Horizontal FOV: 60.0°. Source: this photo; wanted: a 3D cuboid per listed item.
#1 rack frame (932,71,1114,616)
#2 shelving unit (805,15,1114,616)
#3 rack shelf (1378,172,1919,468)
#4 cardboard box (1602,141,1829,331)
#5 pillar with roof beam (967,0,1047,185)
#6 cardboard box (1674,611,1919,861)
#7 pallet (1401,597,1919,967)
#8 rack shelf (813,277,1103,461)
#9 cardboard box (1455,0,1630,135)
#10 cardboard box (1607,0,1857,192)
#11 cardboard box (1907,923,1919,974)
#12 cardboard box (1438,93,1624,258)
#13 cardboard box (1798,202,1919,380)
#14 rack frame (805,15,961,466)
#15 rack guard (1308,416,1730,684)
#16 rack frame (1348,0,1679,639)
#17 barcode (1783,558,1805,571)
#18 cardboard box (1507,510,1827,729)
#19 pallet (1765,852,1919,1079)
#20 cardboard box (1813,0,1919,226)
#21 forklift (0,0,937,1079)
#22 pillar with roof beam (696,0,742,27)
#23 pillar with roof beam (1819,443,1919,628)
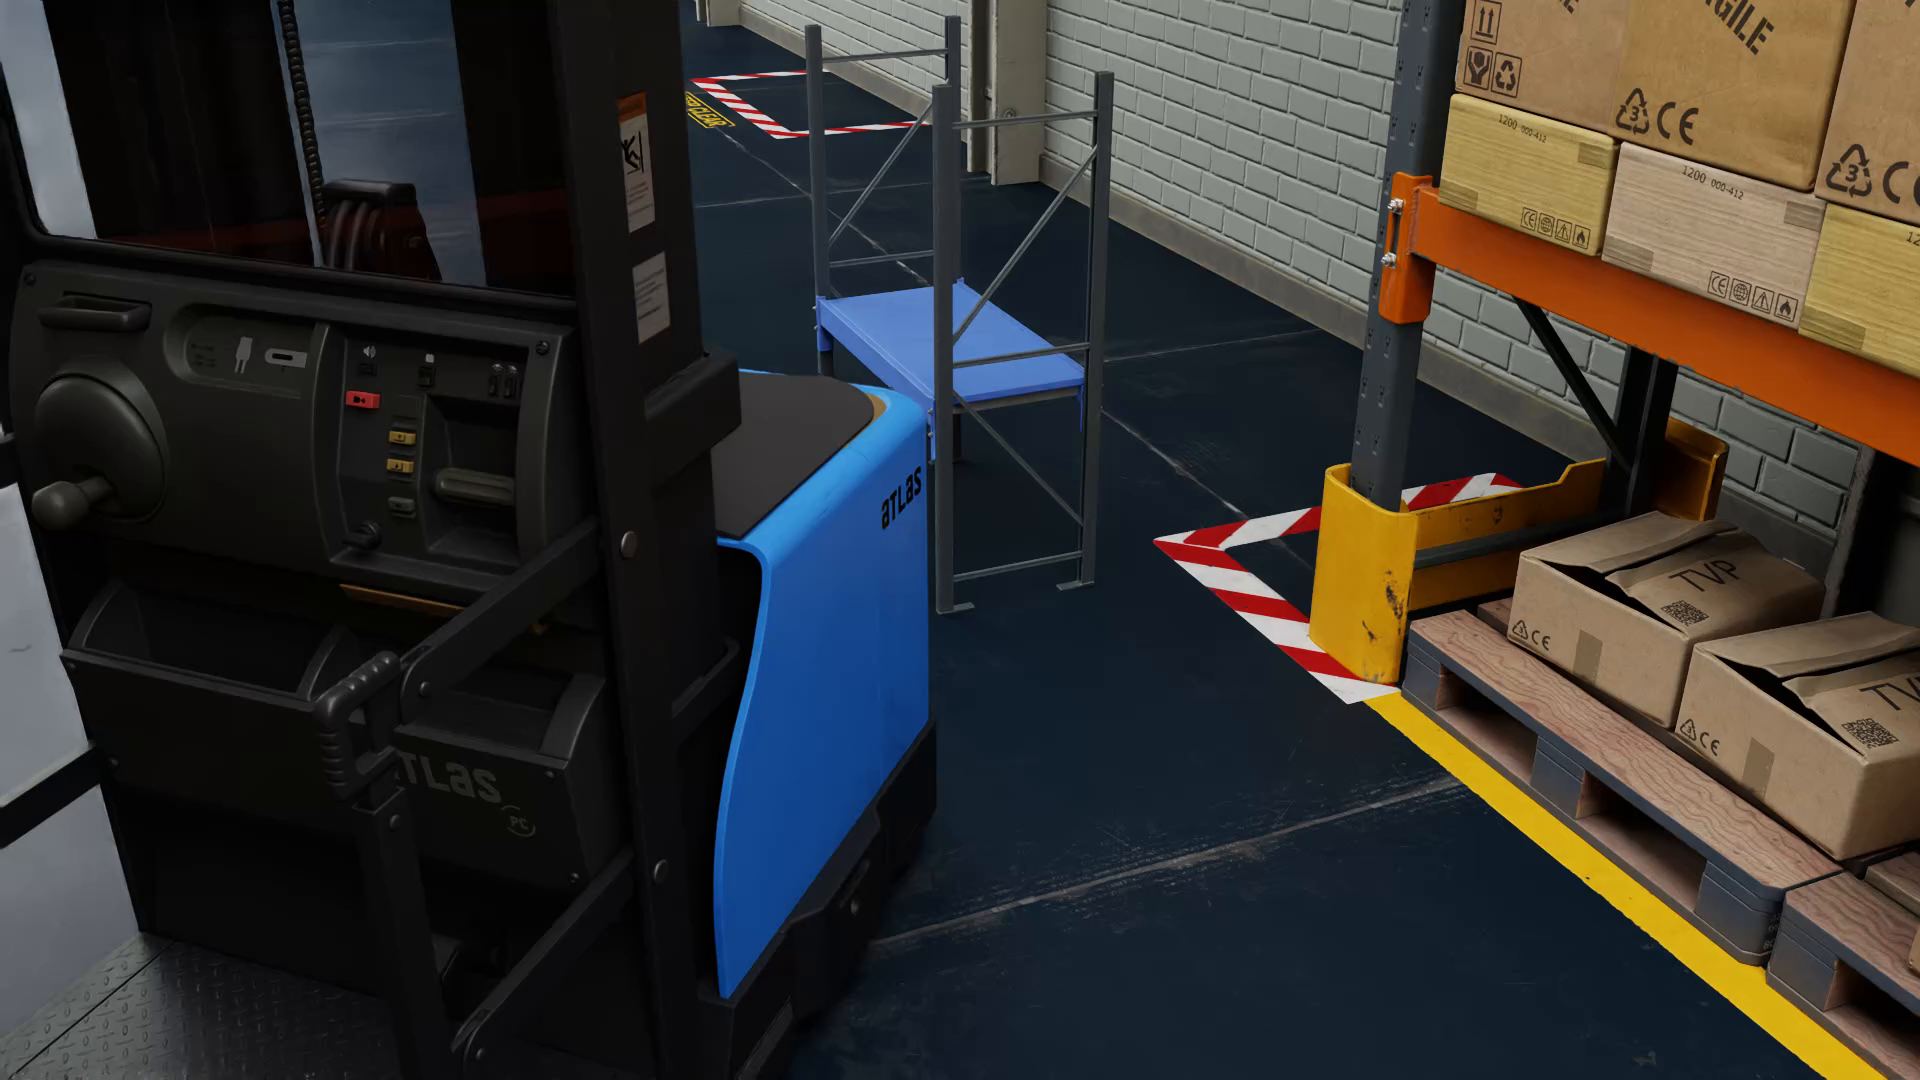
[{"bbox_3d":[0.166,-0.503,4.571,0.500,1.500,0.032,-11,28,-21],"label":"rack frame"},{"bbox_3d":[-0.033,-0.708,4.991,0.538,1.500,1.048,-11,28,-21],"label":"shelving unit"},{"bbox_3d":[2.322,-0.022,2.696,1.077,0.370,4.000,-11,28,-21],"label":"rack shelf"},{"bbox_3d":[1.654,-0.635,3.280,0.500,0.250,0.500,-11,28,-22],"label":"cardboard box"},{"bbox_3d":[-3.702,-5.397,6.047,9.100,9.000,0.400,-11,28,-21],"label":"pillar with roof beam"},{"bbox_3d":[1.950,0.383,3.610,0.500,0.311,0.500,-8,27,-16],"label":"cardboard box"},{"bbox_3d":[1.854,0.465,4.056,1.003,0.211,1.213,-11,28,-21],"label":"pallet"},{"bbox_3d":[-0.033,-0.547,5.070,0.538,0.185,1.000,-11,28,-21],"label":"rack shelf"},{"bbox_3d":[1.449,-1.187,3.555,0.500,0.500,0.500,-11,28,-21],"label":"cardboard box"},{"bbox_3d":[1.634,-0.985,3.143,0.500,0.500,0.500,-10,28,-20],"label":"cardboard box"},{"bbox_3d":[2.192,0.603,2.944,0.700,0.500,0.500,-12,29,-24],"label":"cardboard box"},{"bbox_3d":[1.438,-0.842,3.705,0.500,0.250,0.500,-11,28,-22],"label":"cardboard box"},{"bbox_3d":[1.848,-0.429,2.857,0.500,0.250,0.500,-11,28,-21],"label":"cardboard box"},{"bbox_3d":[-0.232,-0.914,5.412,0.500,1.500,0.032,-11,28,-21],"label":"rack frame"},{"bbox_3d":[1.569,0.002,4.677,1.175,0.500,0.348,-11,28,-21],"label":"rack guard"},{"bbox_3d":[1.539,-1.152,4.191,1.000,3.000,0.127,-11,28,-21],"label":"rack frame"},{"bbox_3d":[2.102,0.087,4.205,0.001,0.075,0.075,-11,28,-21],"label":"barcode"},{"bbox_3d":[1.727,0.153,4.081,0.500,0.311,0.500,-14,29,-26],"label":"cardboard box"},{"bbox_3d":[2.328,0.957,3.049,1.003,0.211,1.213,-11,28,-21],"label":"pallet"},{"bbox_3d":[1.830,-0.776,2.713,0.500,0.500,0.500,-12,28,-22],"label":"cardboard box"},{"bbox_3d":[-1.041,-0.127,2.169,1.130,2.935,3.031,9,27,18],"label":"forklift"},{"bbox_3d":[-6.051,-7.819,11.008,9.100,9.000,0.400,-11,28,-21],"label":"pillar with roof beam"},{"bbox_3d":[-1.352,-2.975,1.086,9.100,9.000,0.400,-11,28,-21],"label":"pillar with roof beam"}]
